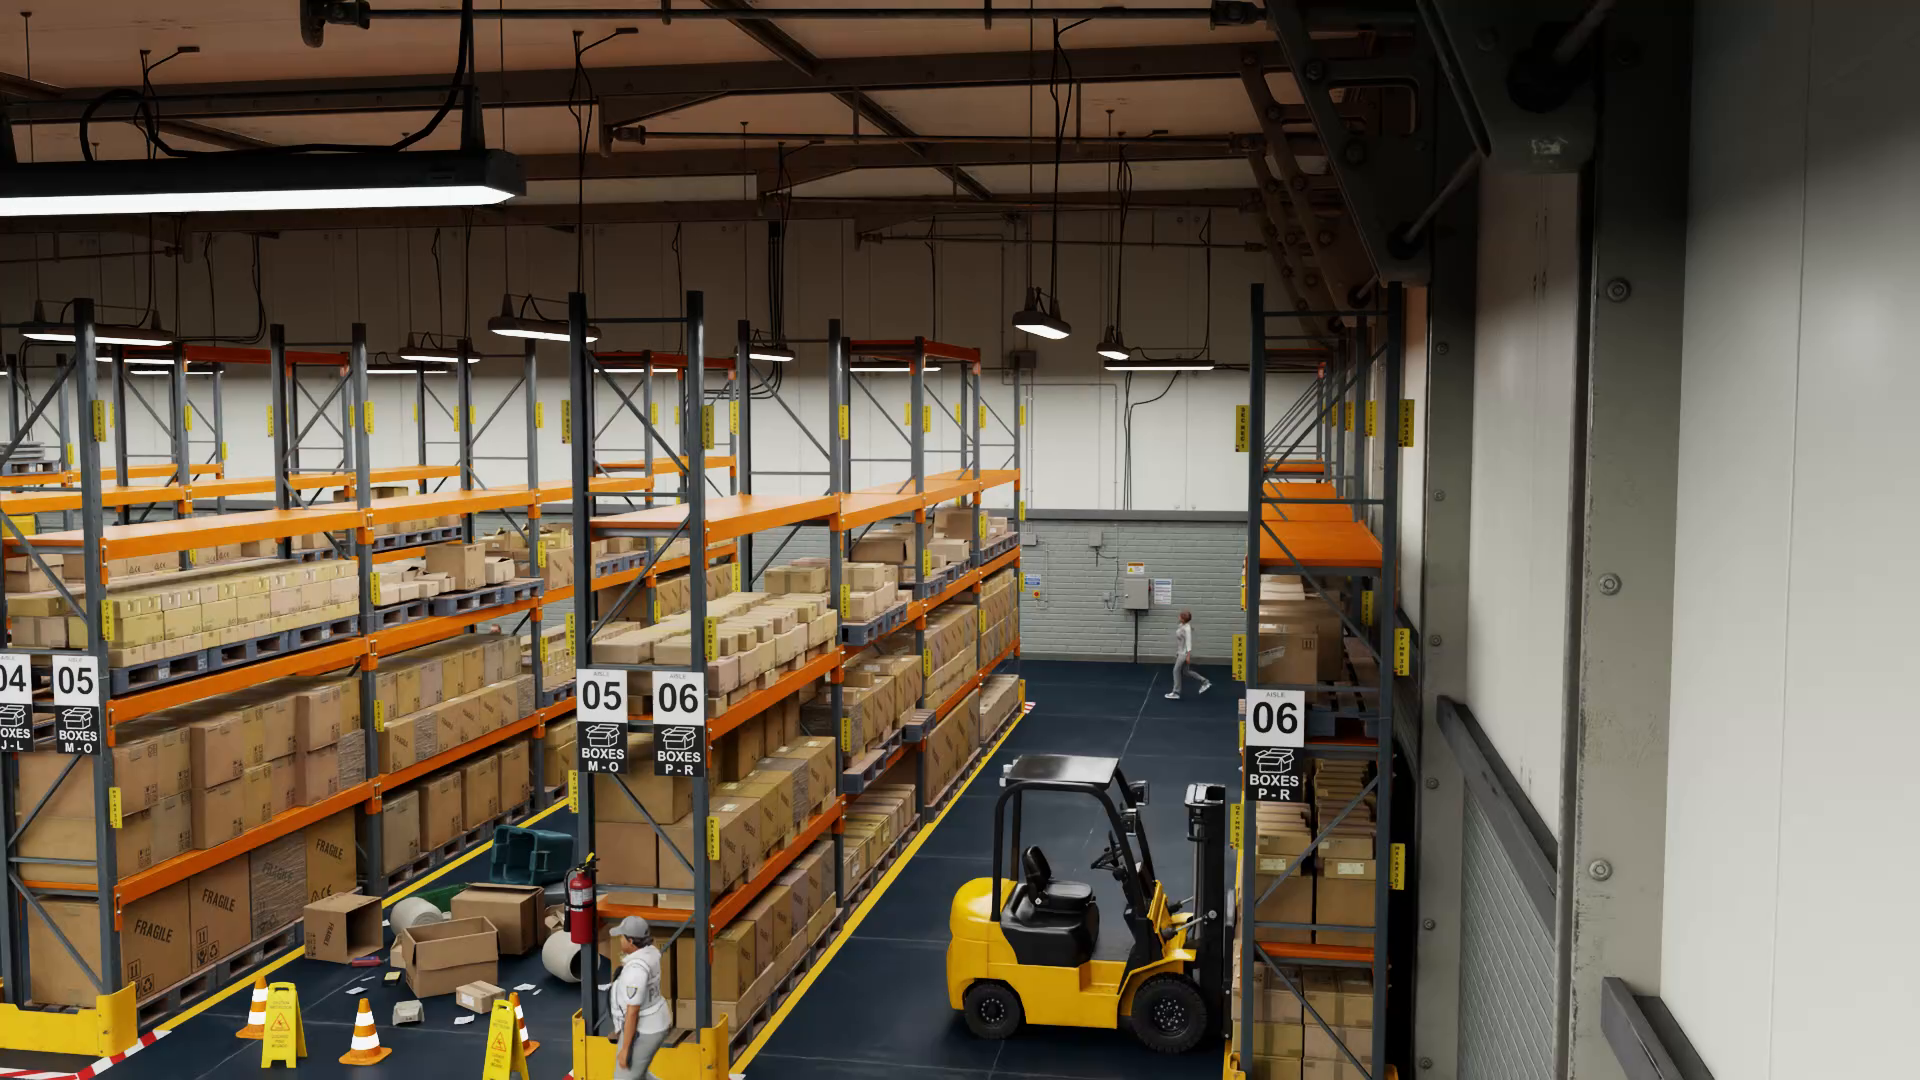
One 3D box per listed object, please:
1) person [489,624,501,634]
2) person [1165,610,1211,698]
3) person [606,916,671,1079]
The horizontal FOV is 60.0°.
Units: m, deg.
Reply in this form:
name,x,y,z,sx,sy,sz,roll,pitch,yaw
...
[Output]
name,x,y,z,sx,sy,sz,roll,pitch,yaw
person,-7.415,2.173,26.491,0.574,1.676,0.985,0,5,-6
person,4.027,2.012,29.343,0.819,1.558,0.416,0,5,5
person,-2.214,3.407,11.491,0.557,1.657,0.518,0,5,3
